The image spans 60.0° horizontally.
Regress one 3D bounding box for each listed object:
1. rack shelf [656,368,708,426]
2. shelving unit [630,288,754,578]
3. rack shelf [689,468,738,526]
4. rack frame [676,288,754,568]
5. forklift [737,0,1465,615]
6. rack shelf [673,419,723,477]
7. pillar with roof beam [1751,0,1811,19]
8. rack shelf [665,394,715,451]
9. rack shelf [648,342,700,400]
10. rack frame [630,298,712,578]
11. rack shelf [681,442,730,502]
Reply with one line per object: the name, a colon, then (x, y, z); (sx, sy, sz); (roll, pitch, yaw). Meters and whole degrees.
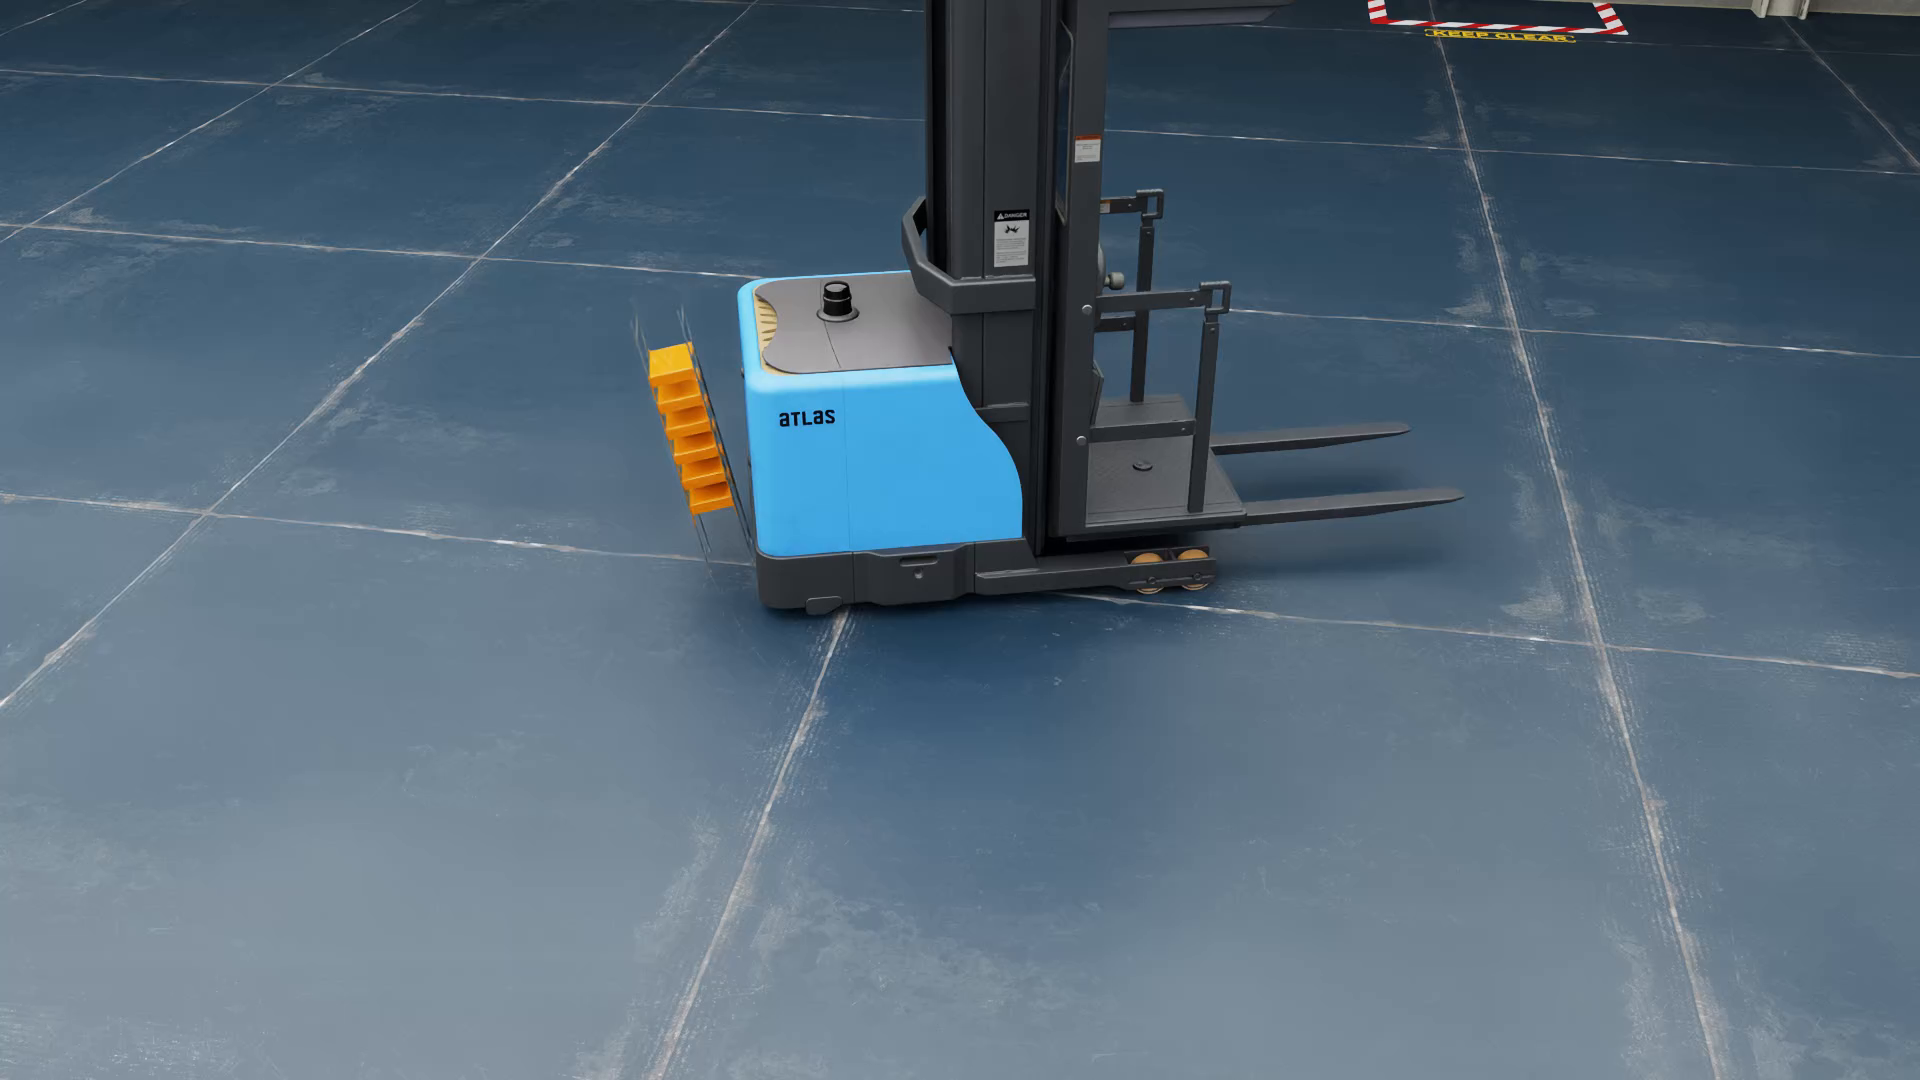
rack shelf: (-1.115, -0.578, 6.666); (0.180, 0.103, 0.258); (-13, 33, -2)
shelving unit: (-1.081, -0.418, 6.772); (0.189, 1.200, 0.258); (-13, 33, -2)
rack shelf: (-1.031, -0.185, 6.928); (0.180, 0.103, 0.258); (-13, 33, -2)
rack frame: (-0.992, -0.439, 6.776); (0.006, 1.200, 0.240); (-13, 33, -2)
forklift: (0.619, -1.293, 6.552); (3.031, 2.935, 1.130); (-5, 32, -7)
rack shelf: (-1.073, -0.382, 6.797); (0.180, 0.103, 0.258); (-13, 33, -2)
pillar with roof beam: (6.490, -6.204, 8.681); (0.400, 9.000, 9.100); (5, 32, 8)
rack shelf: (-1.094, -0.480, 6.731); (0.180, 0.103, 0.258); (-13, 33, -2)
rack shelf: (-1.136, -0.677, 6.600); (0.180, 0.103, 0.258); (-13, 33, -2)
rack frame: (-1.170, -0.397, 6.769); (0.006, 1.200, 0.240); (-13, 33, -2)
rack shelf: (-1.052, -0.283, 6.862); (0.180, 0.103, 0.258); (-13, 33, -2)
